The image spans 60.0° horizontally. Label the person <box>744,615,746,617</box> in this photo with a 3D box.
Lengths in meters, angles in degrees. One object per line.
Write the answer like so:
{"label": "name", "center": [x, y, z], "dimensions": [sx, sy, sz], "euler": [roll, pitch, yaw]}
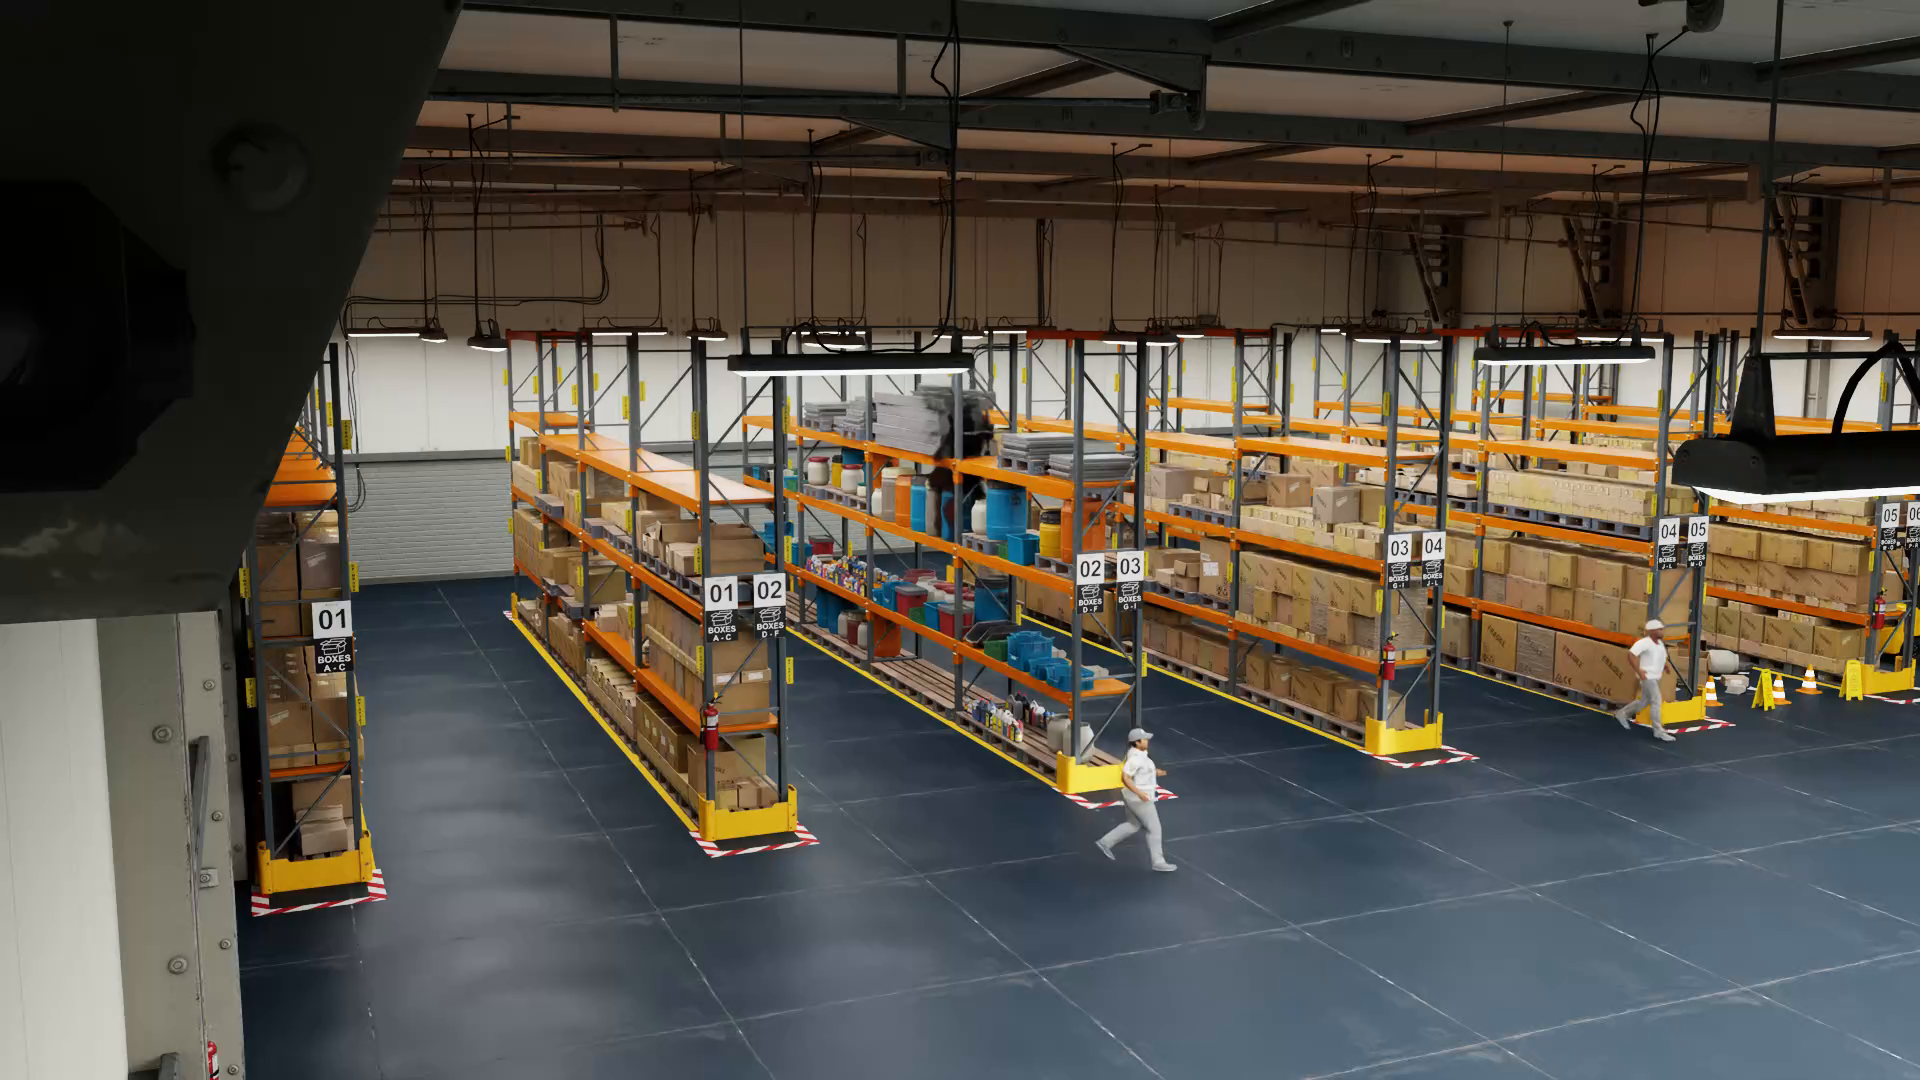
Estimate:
{"label": "person", "center": [-4.177, 1.413, 30.292], "dimensions": [0.574, 1.636, 0.806], "euler": [-5, 9, -33]}

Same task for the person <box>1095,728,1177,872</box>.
{"label": "person", "center": [2.024, 2.943, 18.907], "dimensions": [0.899, 1.643, 0.614], "euler": [0, 8, 0]}

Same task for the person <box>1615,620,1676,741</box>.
{"label": "person", "center": [10.345, 2.067, 24.970], "dimensions": [0.937, 1.765, 0.698], "euler": [7, 10, 41]}

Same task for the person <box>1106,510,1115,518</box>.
{"label": "person", "center": [3.665, -0.070, 40.823], "dimensions": [0.648, 1.714, 0.815], "euler": [5, 9, 35]}
